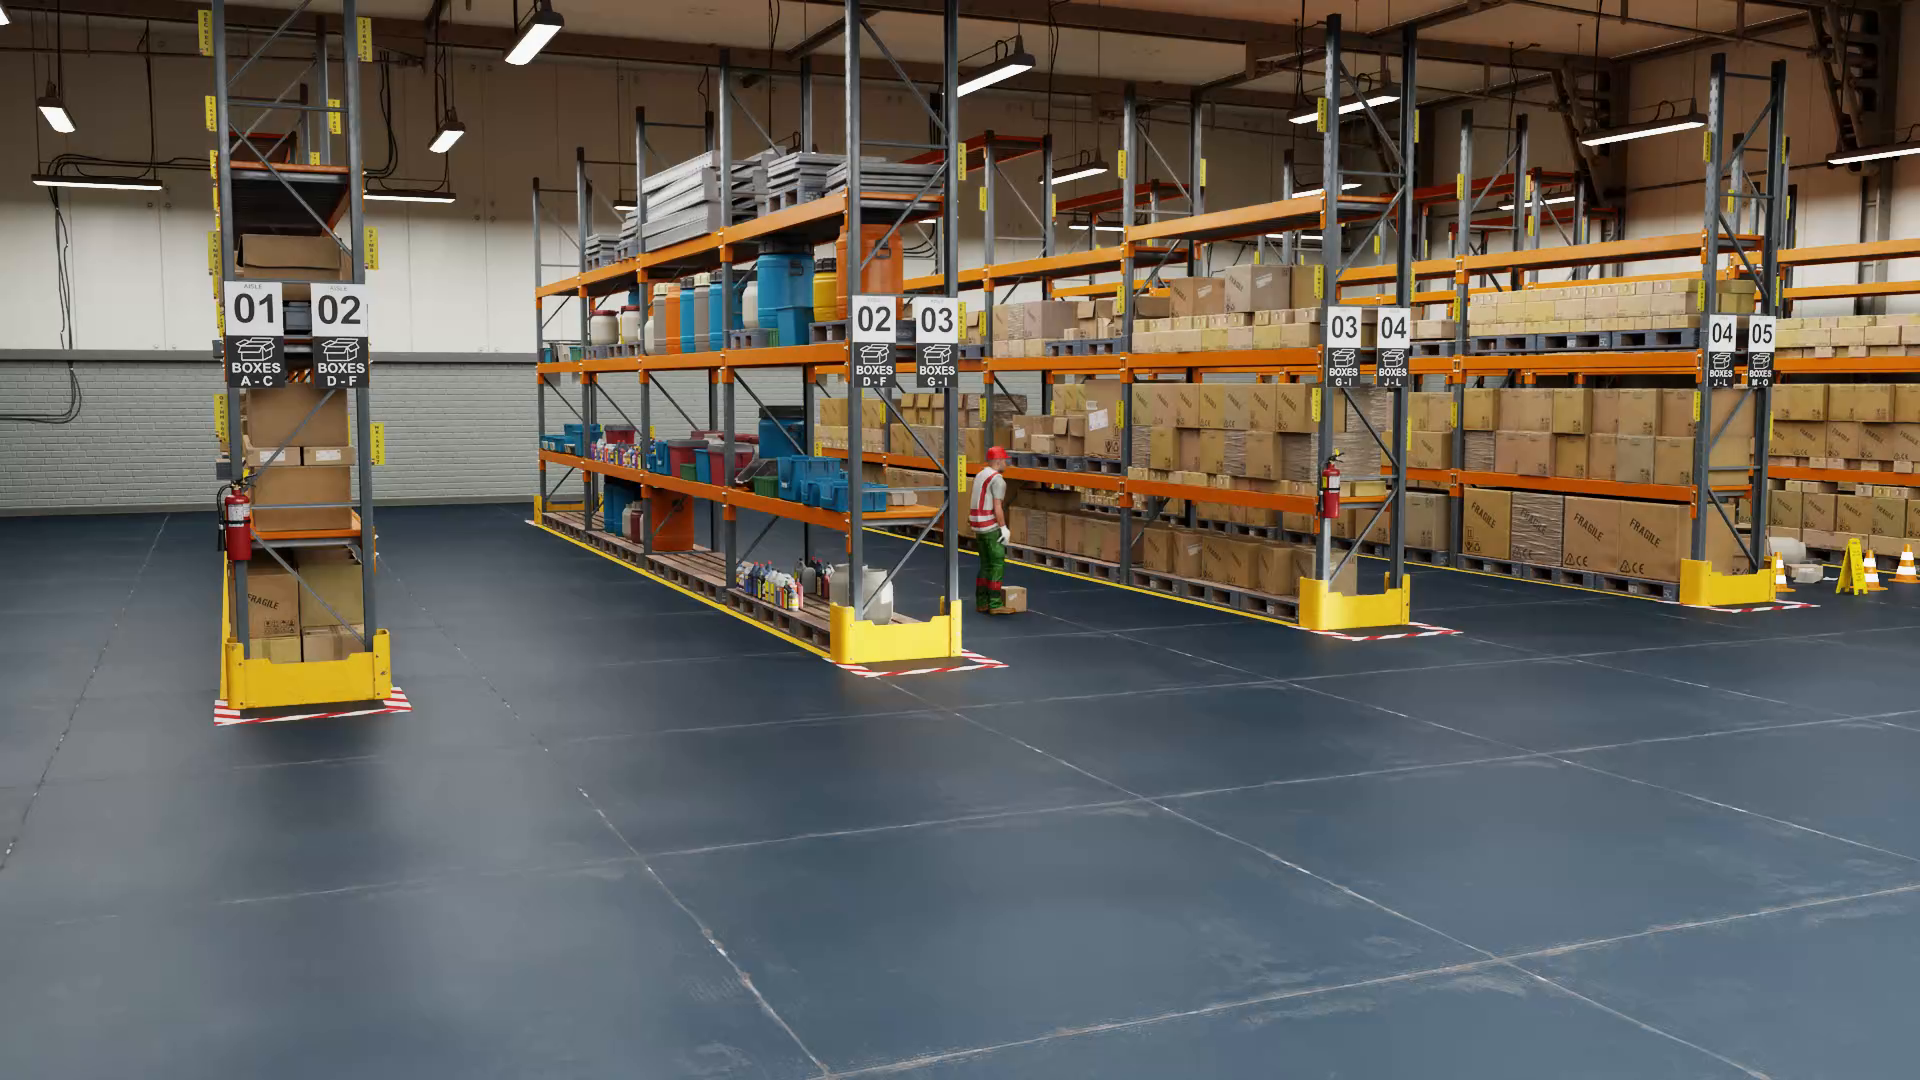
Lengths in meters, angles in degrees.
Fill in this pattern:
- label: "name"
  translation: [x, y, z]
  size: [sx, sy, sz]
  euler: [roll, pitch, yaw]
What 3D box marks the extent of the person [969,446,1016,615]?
- label: "person"
  translation: [0.350, -0.111, 17.816]
  size: [0.456, 1.778, 0.615]
  euler: [-2, 6, -24]
